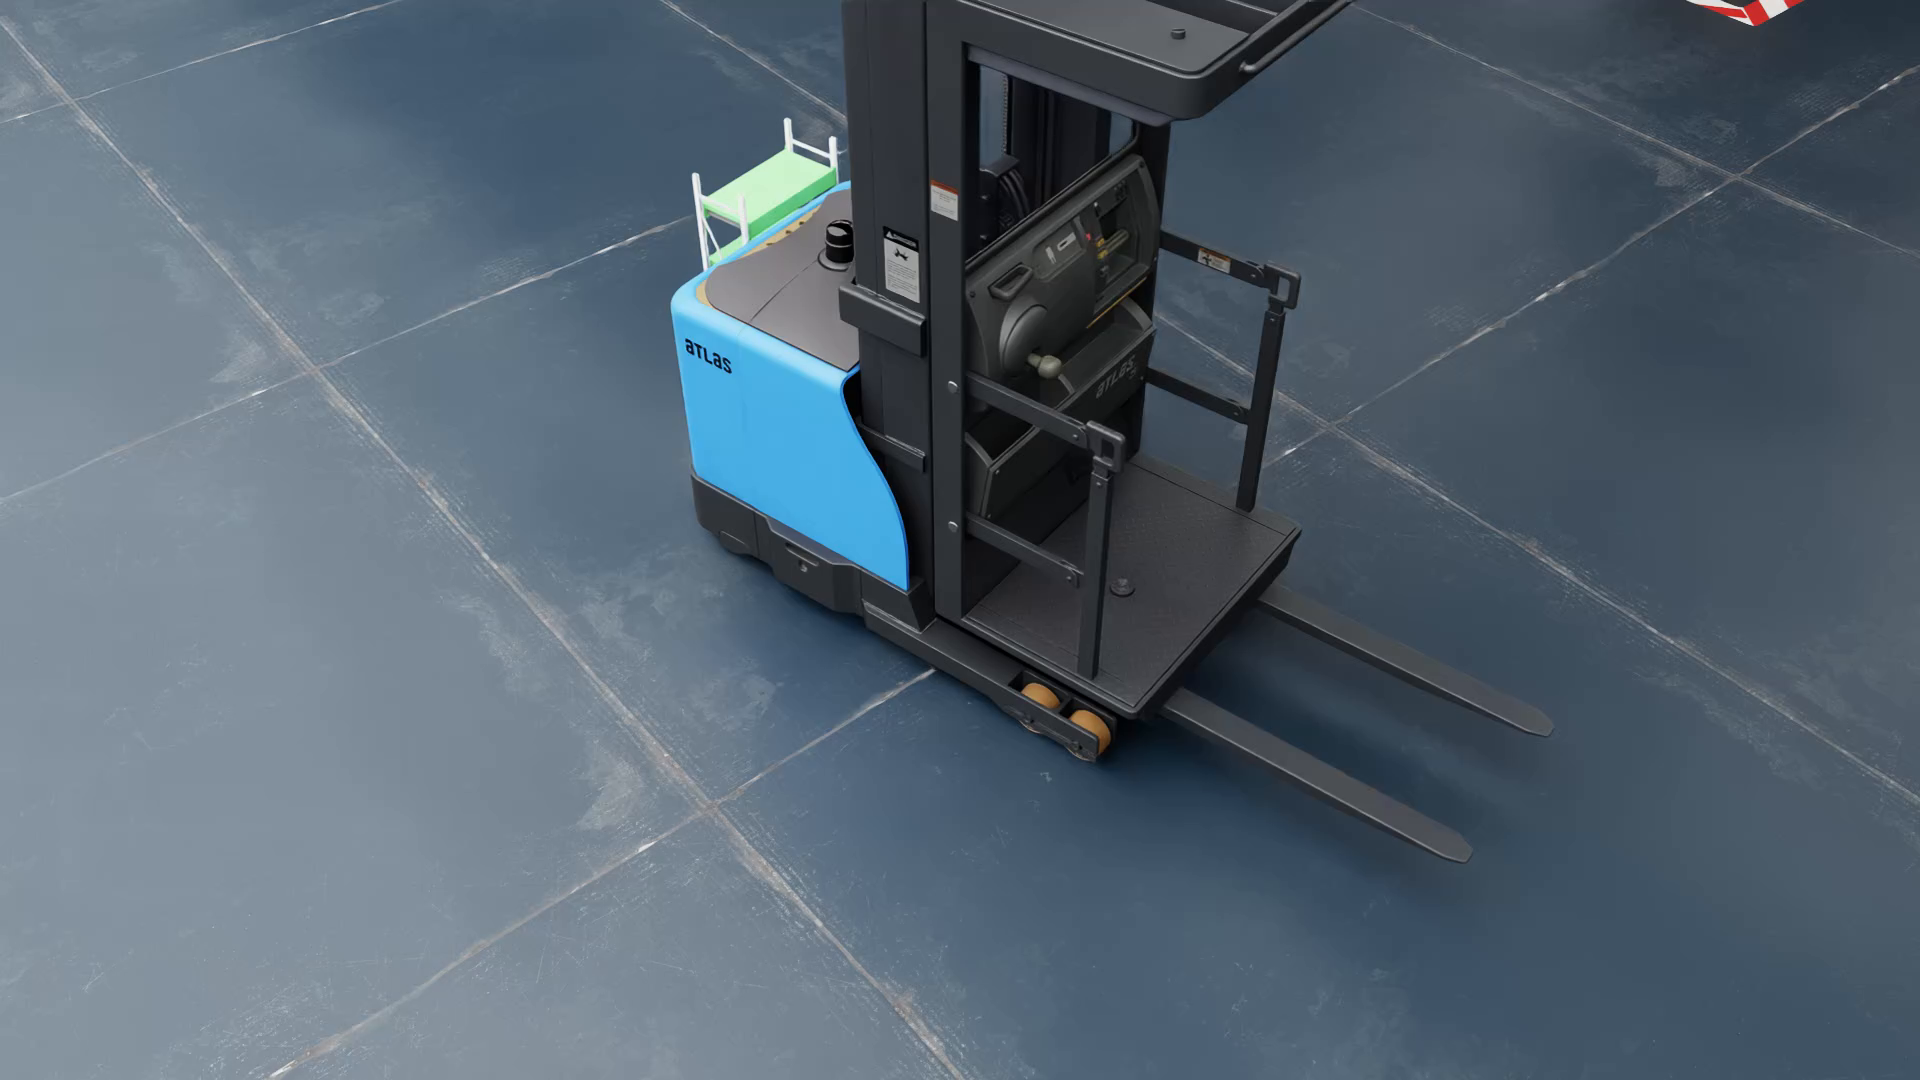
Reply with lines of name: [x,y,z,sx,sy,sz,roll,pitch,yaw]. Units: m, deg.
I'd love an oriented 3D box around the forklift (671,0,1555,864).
forklift: [0.491,-0.760,4.918,3.031,2.935,1.130,27,50,26]

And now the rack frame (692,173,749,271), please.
rack frame: [-0.846,-0.807,6.232,0.240,1.200,0.015,27,50,26]

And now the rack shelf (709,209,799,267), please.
rack shelf: [-0.699,-1.068,6.253,0.258,0.148,0.480,27,50,26]

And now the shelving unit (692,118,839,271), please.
shelving unit: [-0.698,-0.940,6.374,0.258,1.200,0.503,27,50,26]

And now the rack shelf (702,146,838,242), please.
rack shelf: [-0.699,-1.243,6.089,0.258,0.148,0.480,27,50,26]

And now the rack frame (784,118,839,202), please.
rack frame: [-0.551,-1.073,6.515,0.240,1.200,0.015,27,50,26]
